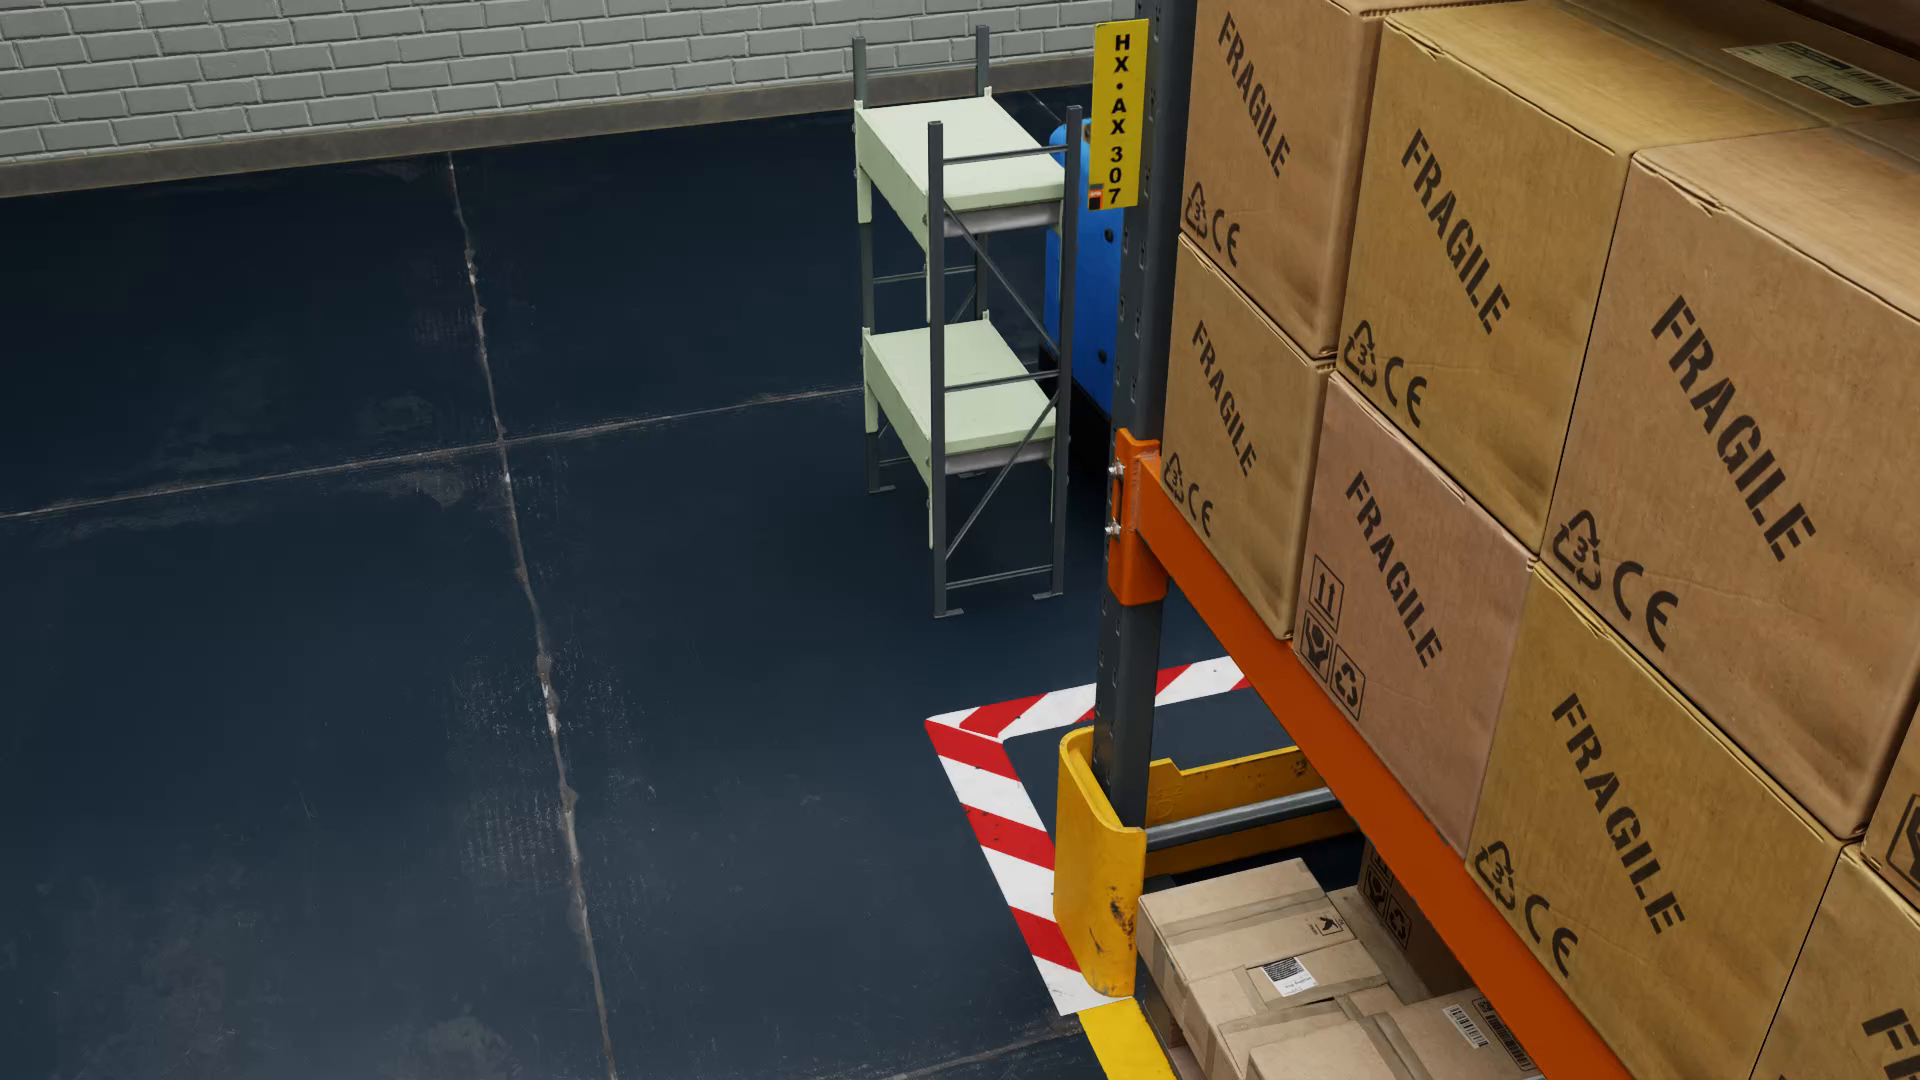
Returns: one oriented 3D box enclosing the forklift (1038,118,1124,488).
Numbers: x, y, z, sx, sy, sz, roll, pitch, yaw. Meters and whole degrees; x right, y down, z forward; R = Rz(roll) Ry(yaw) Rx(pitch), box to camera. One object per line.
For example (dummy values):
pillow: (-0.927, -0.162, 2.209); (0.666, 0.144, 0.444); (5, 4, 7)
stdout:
forklift: (1.845, -1.695, 5.156); (3.031, 2.935, 1.130); (-11, 35, -16)

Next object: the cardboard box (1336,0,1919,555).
cardboard box: (0.839, -0.358, 2.074); (0.500, 0.500, 0.500); (-10, 35, -14)

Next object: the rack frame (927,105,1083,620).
rack frame: (0.114, -0.430, 4.540); (0.400, 1.500, 0.023); (-10, 35, -15)

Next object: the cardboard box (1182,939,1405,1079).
cardboard box: (0.665, 0.957, 3.251); (0.380, 0.166, 0.250); (-10, 35, -15)

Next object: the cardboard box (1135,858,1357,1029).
cardboard box: (0.588, 0.834, 3.455); (0.380, 0.149, 0.250); (-10, 35, -15)

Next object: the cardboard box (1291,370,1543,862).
cardboard box: (0.835, 0.056, 2.354); (0.500, 0.500, 0.500); (-10, 35, -15)

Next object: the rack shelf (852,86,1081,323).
rack shelf: (0.002, -0.948, 4.616); (0.431, 0.370, 0.720); (-10, 35, -15)

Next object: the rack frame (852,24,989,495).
rack frame: (-0.110, -0.814, 5.122); (0.400, 1.500, 0.023); (-10, 35, -15)

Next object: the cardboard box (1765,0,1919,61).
cardboard box: (1.340, -0.456, 2.222); (0.500, 0.500, 0.500); (-9, 35, -13)

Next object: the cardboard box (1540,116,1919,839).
cardboard box: (0.987, -0.095, 1.675); (0.500, 0.500, 0.500); (-10, 35, -14)

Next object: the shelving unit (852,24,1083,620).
shelving unit: (0.002, -0.622, 4.831); (0.431, 1.500, 0.755); (-10, 35, -15)

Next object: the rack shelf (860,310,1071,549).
rack shelf: (0.002, -0.350, 5.011); (0.431, 0.370, 0.720); (-10, 35, -15)

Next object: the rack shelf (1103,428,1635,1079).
rack shelf: (1.398, 0.900, 1.819); (1.077, 0.370, 4.000); (-10, 35, -15)

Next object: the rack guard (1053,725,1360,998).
rack guard: (0.811, 0.633, 3.839); (1.175, 0.500, 0.348); (-10, 35, -15)

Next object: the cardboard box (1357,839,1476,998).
cardboard box: (1.188, 0.653, 3.409); (0.500, 0.500, 0.500); (-10, 35, -15)

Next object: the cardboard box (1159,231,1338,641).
cardboard box: (0.672, -0.214, 2.763); (0.500, 0.500, 0.500); (-9, 35, -14)

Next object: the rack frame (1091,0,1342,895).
rack frame: (0.788, -0.450, 3.210); (1.000, 3.000, 0.127); (-10, 35, -15)

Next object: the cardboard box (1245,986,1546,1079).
cardboard box: (0.836, 1.109, 2.945); (0.500, 0.250, 0.500); (-10, 35, -15)

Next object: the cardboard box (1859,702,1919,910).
cardboard box: (1.143, 0.172, 1.272); (0.500, 0.500, 0.500); (-10, 35, -15)

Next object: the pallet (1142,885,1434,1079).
pallet: (1.055, 1.172, 3.285); (1.003, 0.211, 1.213); (-10, 35, -15)

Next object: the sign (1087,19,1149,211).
sign: (0.271, -0.720, 2.833); (0.100, 0.325, 0.005); (-10, 35, -15)

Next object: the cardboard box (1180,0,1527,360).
cardboard box: (0.672, -0.632, 2.487); (0.500, 0.500, 0.500); (-9, 35, -13)

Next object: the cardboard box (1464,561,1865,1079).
cardboard box: (0.985, 0.320, 1.955); (0.500, 0.500, 0.500); (-10, 35, -15)

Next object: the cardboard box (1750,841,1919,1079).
cardboard box: (1.136, 0.582, 1.557); (0.500, 0.500, 0.500); (-10, 35, -14)
